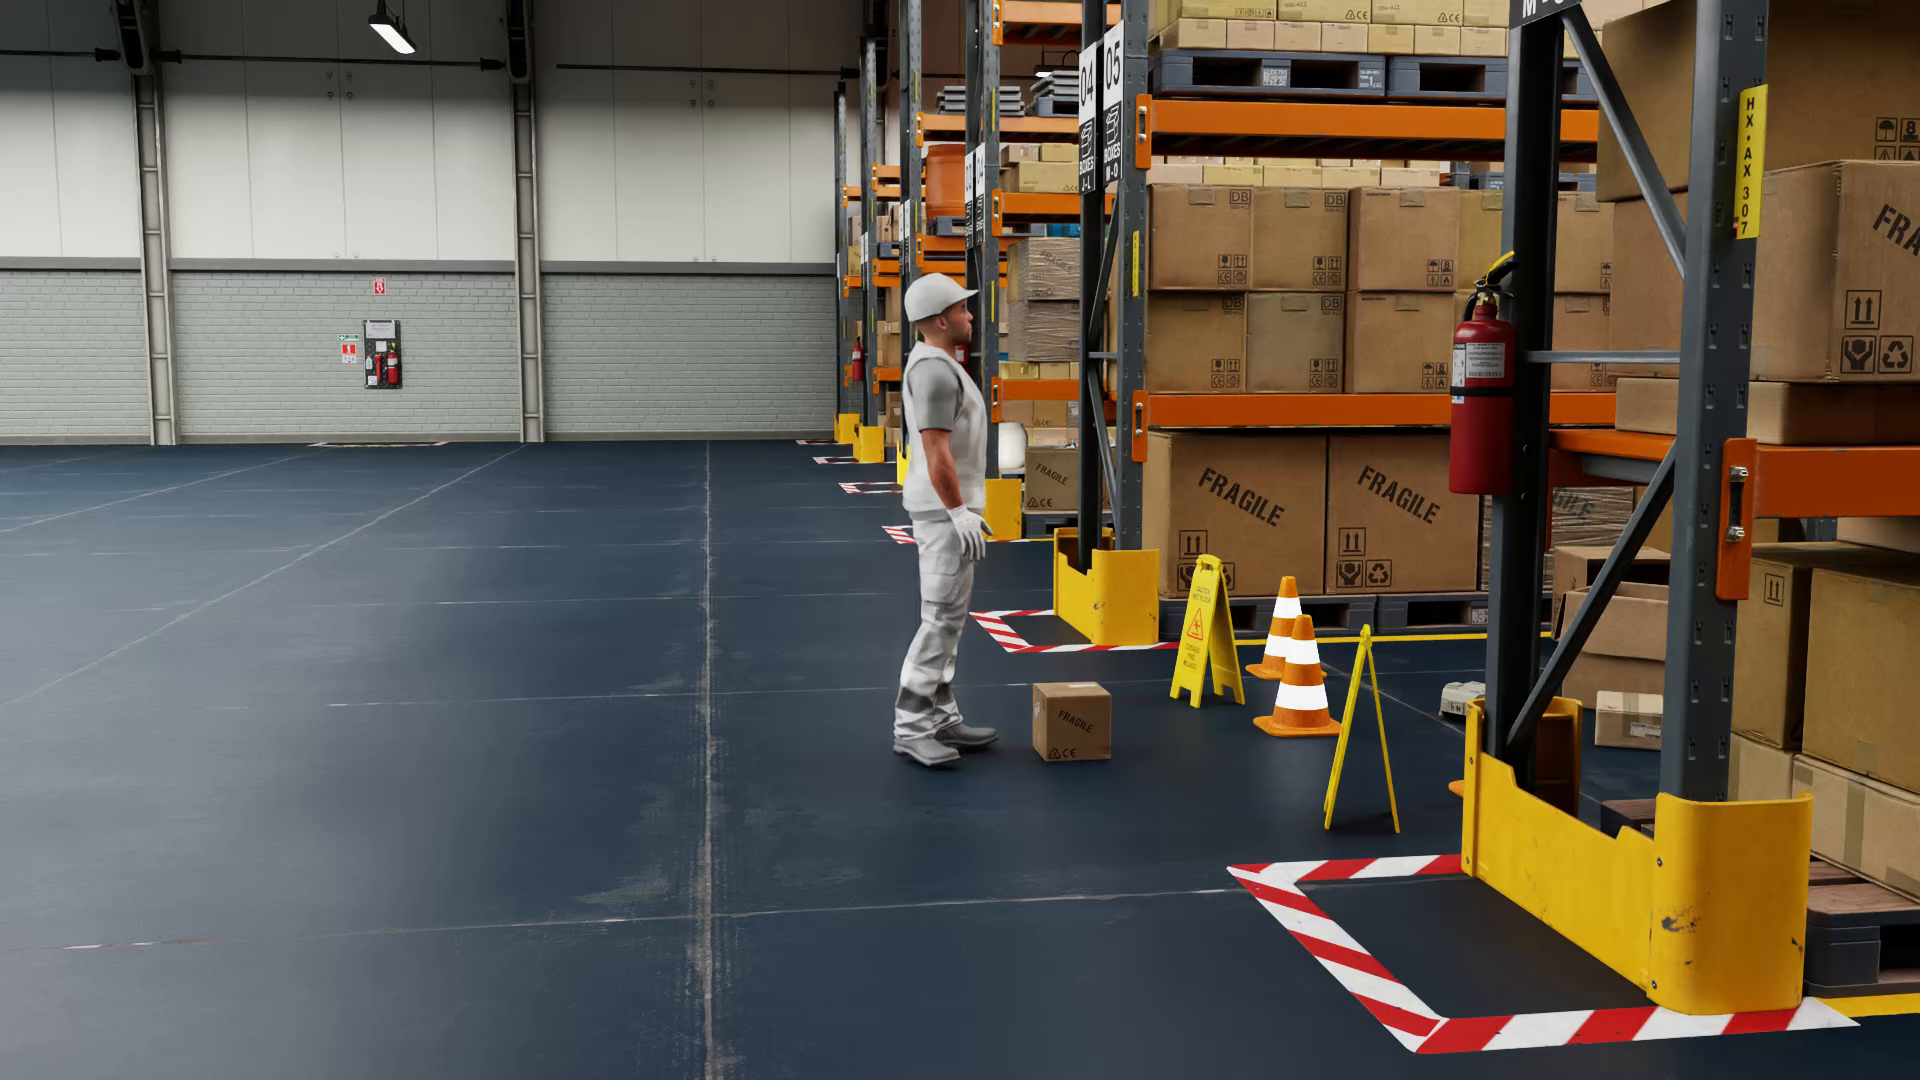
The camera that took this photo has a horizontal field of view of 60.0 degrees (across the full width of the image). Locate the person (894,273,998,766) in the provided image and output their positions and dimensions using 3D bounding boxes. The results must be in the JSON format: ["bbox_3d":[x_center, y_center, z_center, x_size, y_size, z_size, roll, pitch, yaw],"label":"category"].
[{"bbox_3d":[-0.050,-0.088,6.187,0.399,1.790,0.549,0,6,-1],"label":"person"}]
